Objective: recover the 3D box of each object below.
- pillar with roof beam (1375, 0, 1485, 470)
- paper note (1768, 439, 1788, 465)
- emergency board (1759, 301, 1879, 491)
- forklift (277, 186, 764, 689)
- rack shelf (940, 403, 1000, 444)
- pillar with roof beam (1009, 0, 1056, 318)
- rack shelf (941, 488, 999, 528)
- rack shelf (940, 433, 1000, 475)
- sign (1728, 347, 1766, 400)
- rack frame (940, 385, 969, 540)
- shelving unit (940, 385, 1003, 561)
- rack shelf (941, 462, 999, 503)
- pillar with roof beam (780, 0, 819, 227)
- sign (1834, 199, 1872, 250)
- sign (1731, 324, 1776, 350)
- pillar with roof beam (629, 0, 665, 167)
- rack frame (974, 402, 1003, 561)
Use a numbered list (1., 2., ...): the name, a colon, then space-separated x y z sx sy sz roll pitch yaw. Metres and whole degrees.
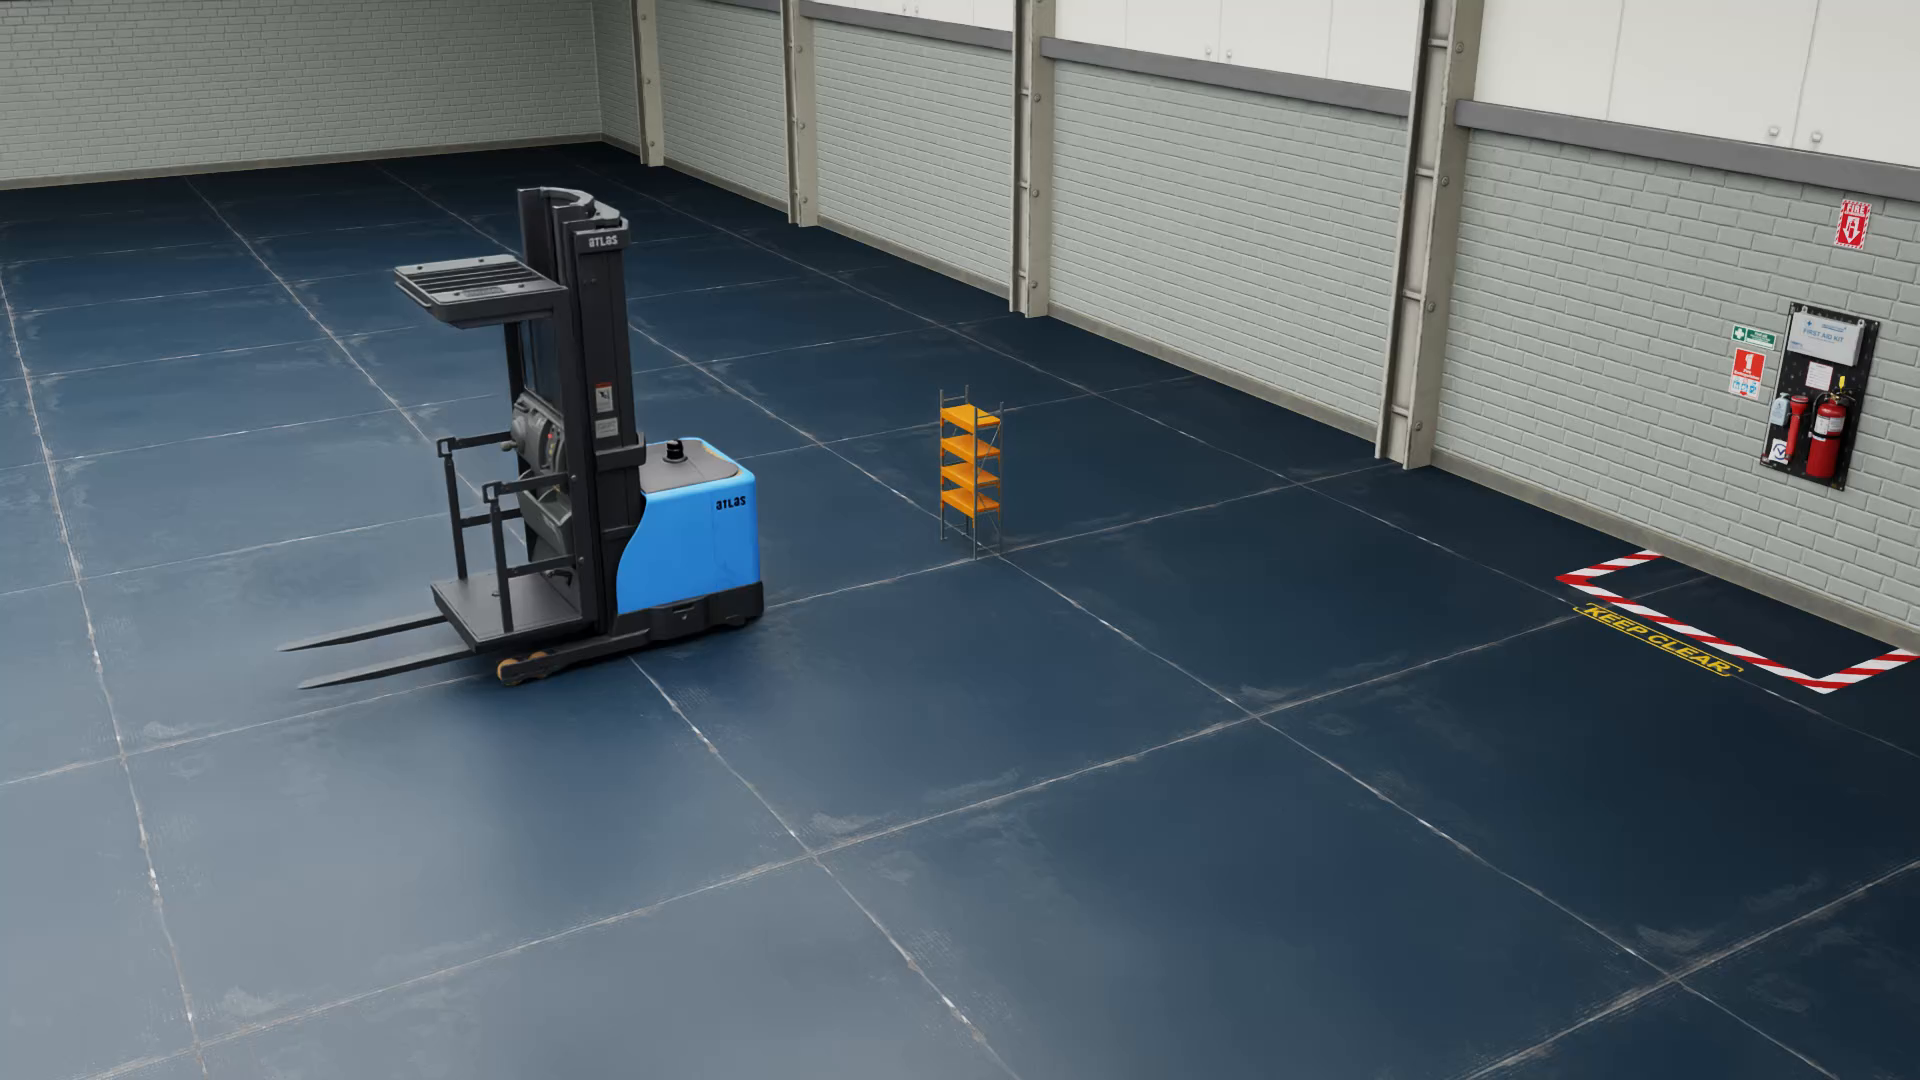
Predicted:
1. pillar with roof beam: 0.171 -4.037 10.792 9.100 9.000 0.400 -13 25 -28
2. paper note: 5.676 -0.613 11.506 0.016 0.148 0.142 -13 25 -28
3. emergency board: 5.707 -0.950 11.166 0.194 1.169 0.643 -13 25 -28
4. forklift: -2.870 -0.662 10.547 3.031 2.935 1.130 -13 26 -29
5. rack shelf: 0.085 -0.866 12.306 0.258 0.148 0.480 -13 25 -28
6. pillar with roof beam: -2.894 -5.979 15.570 9.100 9.000 0.400 -13 25 -28
7. rack shelf: 0.085 -0.256 12.554 0.258 0.148 0.480 -13 25 -28
8. rack shelf: 0.085 -0.647 12.395 0.258 0.148 0.480 -13 25 -28
9. sign: 5.513 -1.166 11.649 0.001 0.329 0.234 -13 25 -28
10. rack frame: -0.040 -0.581 12.648 0.240 1.200 0.015 -13 25 -28
11. shelving unit: 0.085 -0.502 12.454 0.258 1.200 0.503 -13 25 -28
12. rack shelf: 0.085 -0.440 12.479 0.258 0.148 0.480 -13 25 -28
13. pillar with roof beam: -5.959 -7.921 20.349 9.100 9.000 0.400 -13 25 -28
14. sign: 5.789 -2.046 10.783 0.001 0.298 0.199 -13 25 -28
15. sign: 5.508 -1.408 11.541 0.001 0.109 0.331 -13 25 -28
16. pillar with roof beam: -9.024 -9.863 25.127 9.100 9.000 0.400 -13 25 -28
17. rack frame: 0.209 -0.423 12.259 0.240 1.200 0.015 -13 25 -28
